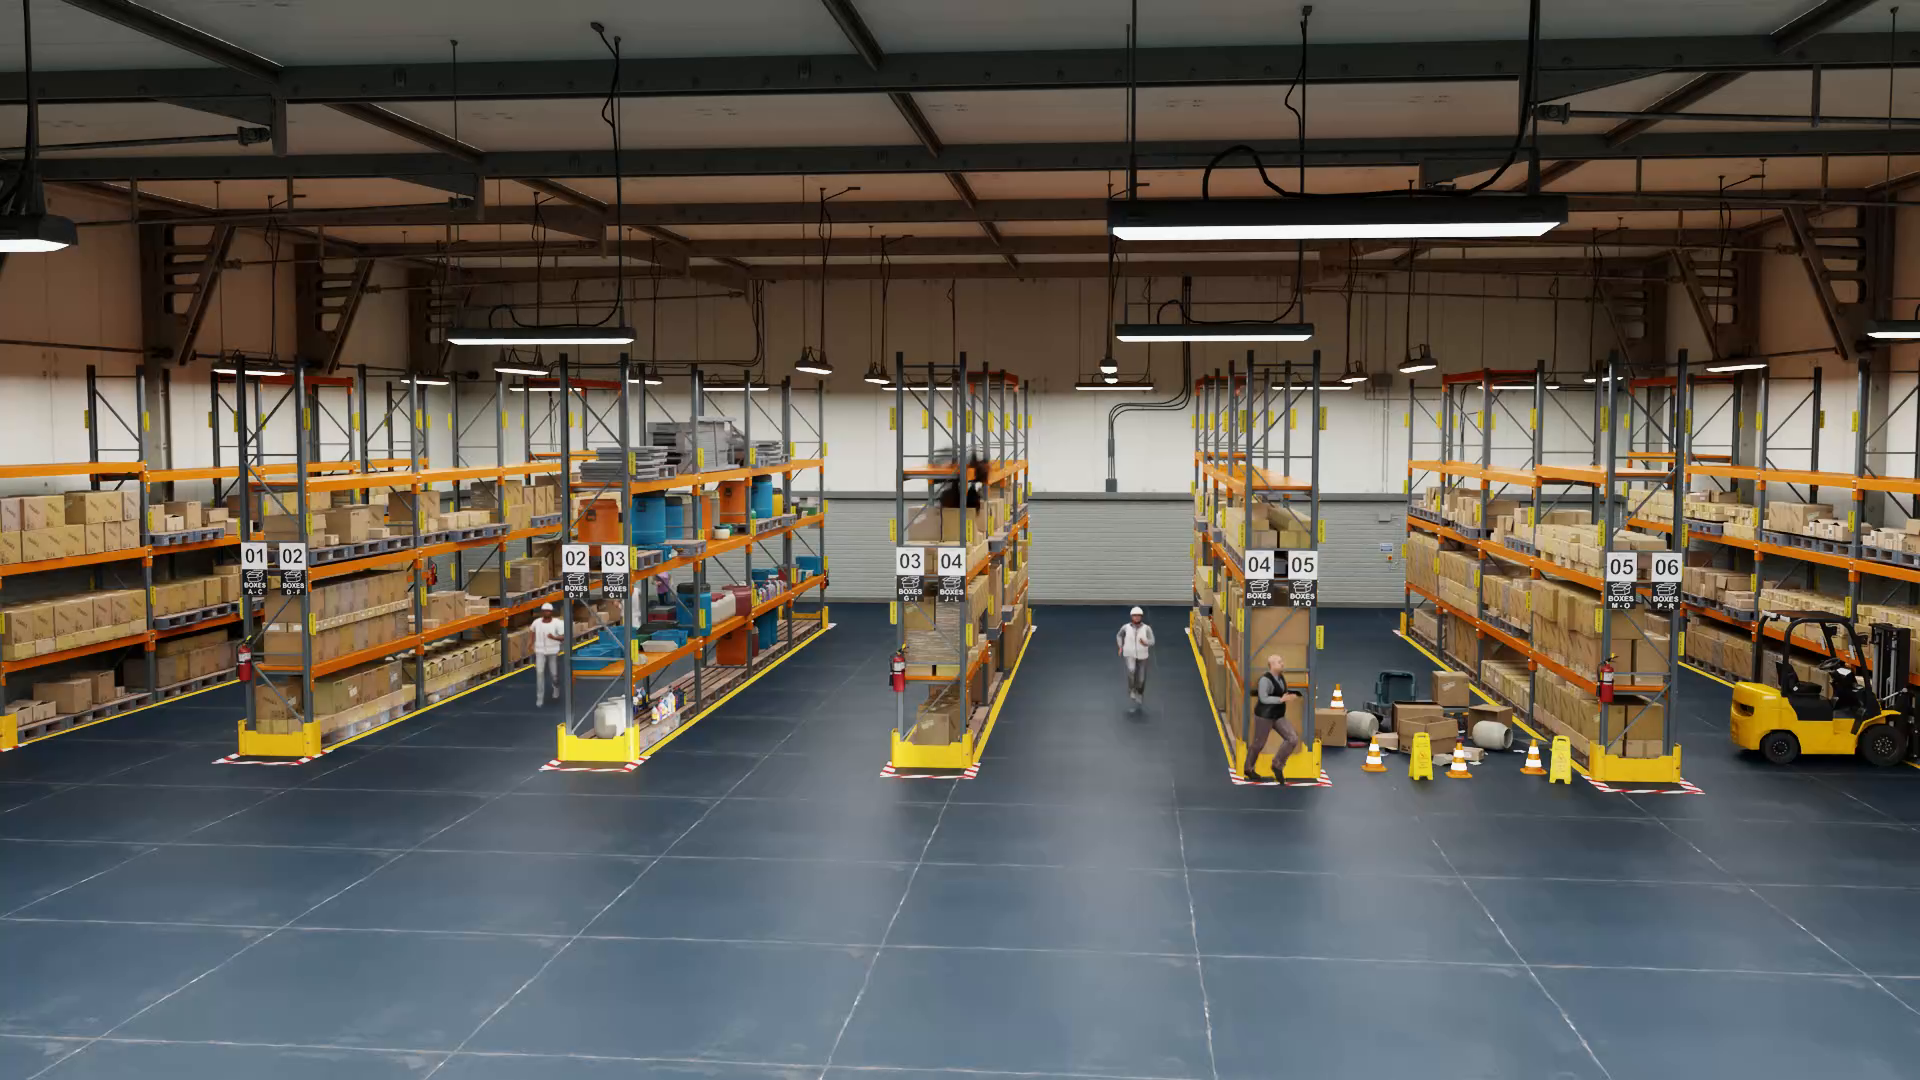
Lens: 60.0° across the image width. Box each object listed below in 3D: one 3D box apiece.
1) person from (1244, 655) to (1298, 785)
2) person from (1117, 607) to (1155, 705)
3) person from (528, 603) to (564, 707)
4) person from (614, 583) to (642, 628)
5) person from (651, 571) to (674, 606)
[{"bbox_3d":[4.101,2.361,21.933,0.815,1.725,0.681,4,5,42],"label":"person"},{"bbox_3d":[3.049,2.025,28.784,0.649,1.735,0.936,0,4,2],"label":"person"},{"bbox_3d":[-7.307,1.977,29.458,0.693,1.731,0.946,0,4,-3],"label":"person"},{"bbox_3d":[-6.914,1.645,34.807,0.637,1.823,0.763,0,4,-4],"label":"person"},{"bbox_3d":[-7.339,1.302,41.012,0.577,1.602,0.841,-2,4,-23],"label":"person"}]
